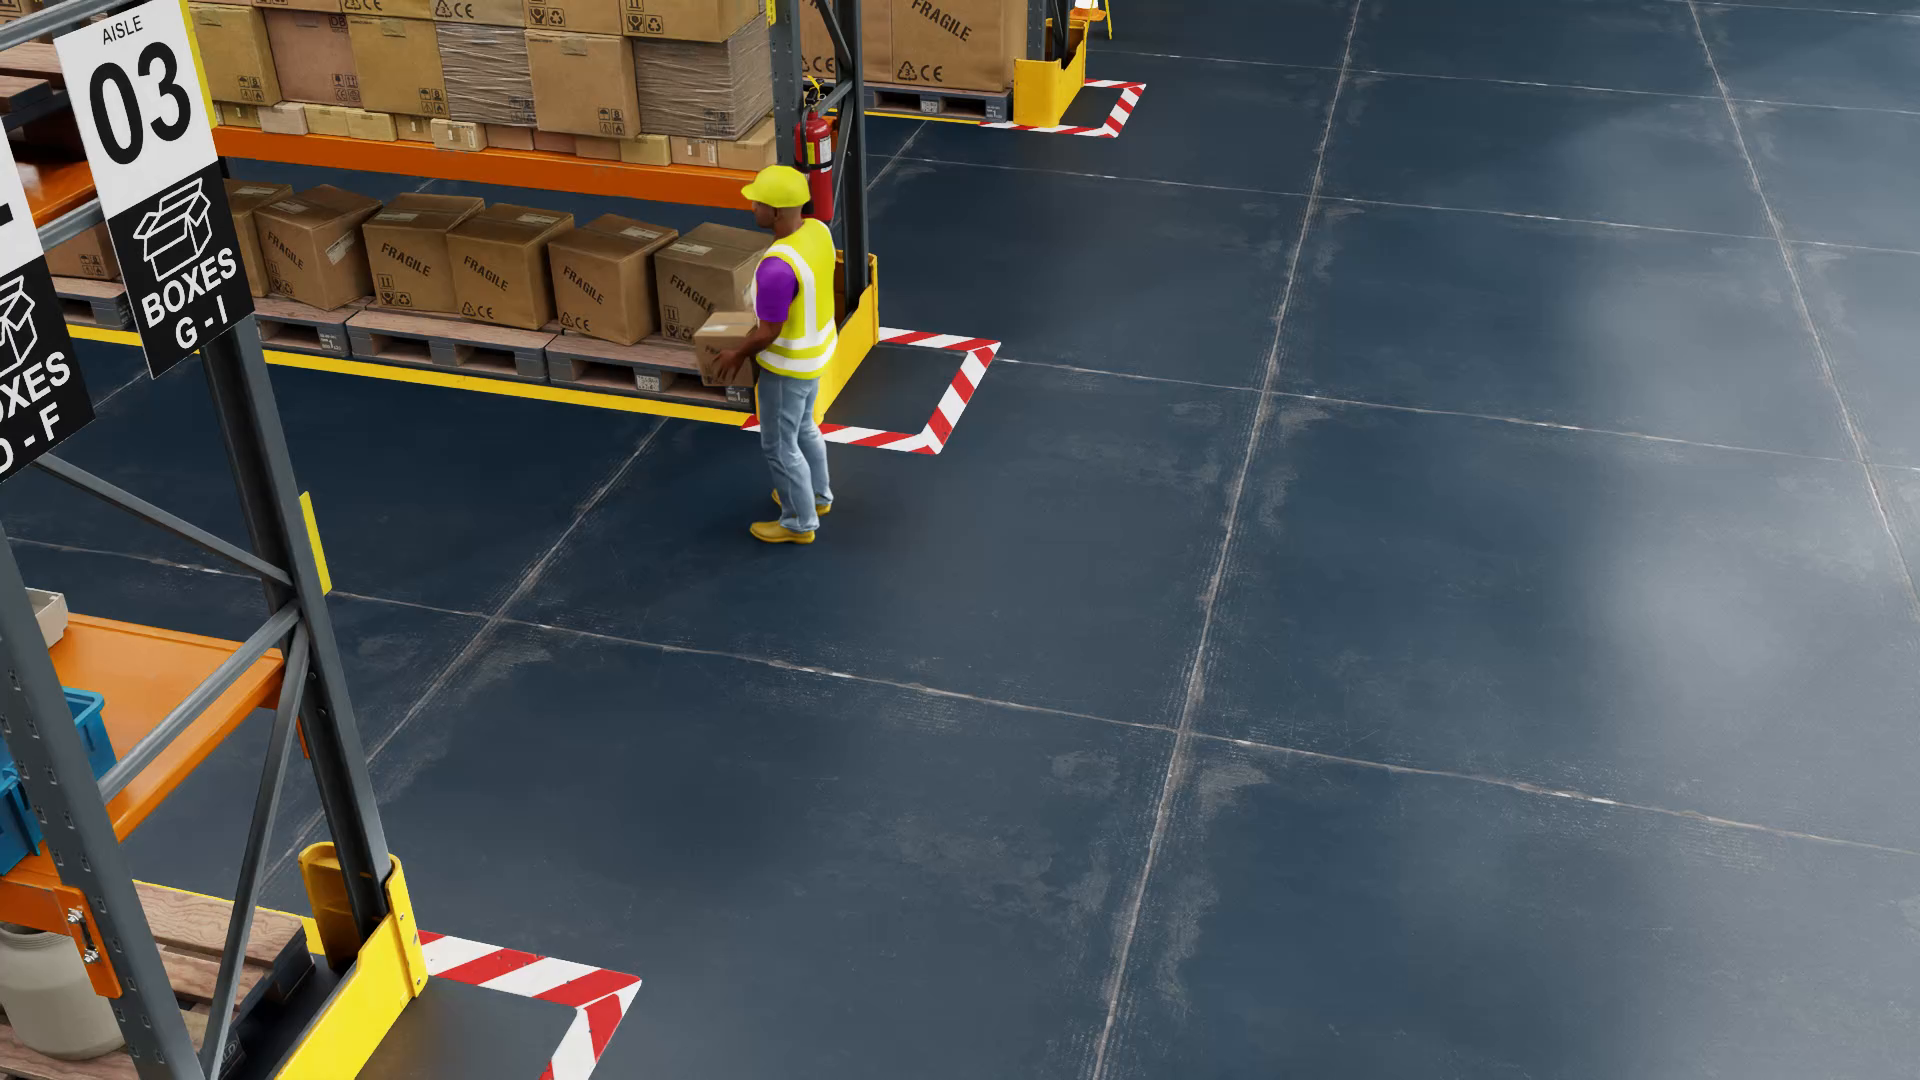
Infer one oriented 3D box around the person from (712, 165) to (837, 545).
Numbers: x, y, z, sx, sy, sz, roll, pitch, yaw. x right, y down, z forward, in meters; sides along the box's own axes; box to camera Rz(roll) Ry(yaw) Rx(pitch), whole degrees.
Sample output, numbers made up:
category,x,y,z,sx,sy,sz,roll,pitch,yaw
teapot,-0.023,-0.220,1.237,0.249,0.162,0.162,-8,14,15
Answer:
category,x,y,z,sx,sy,sz,roll,pitch,yaw
person,-0.806,-0.816,7.390,0.509,1.768,0.562,8,33,12
